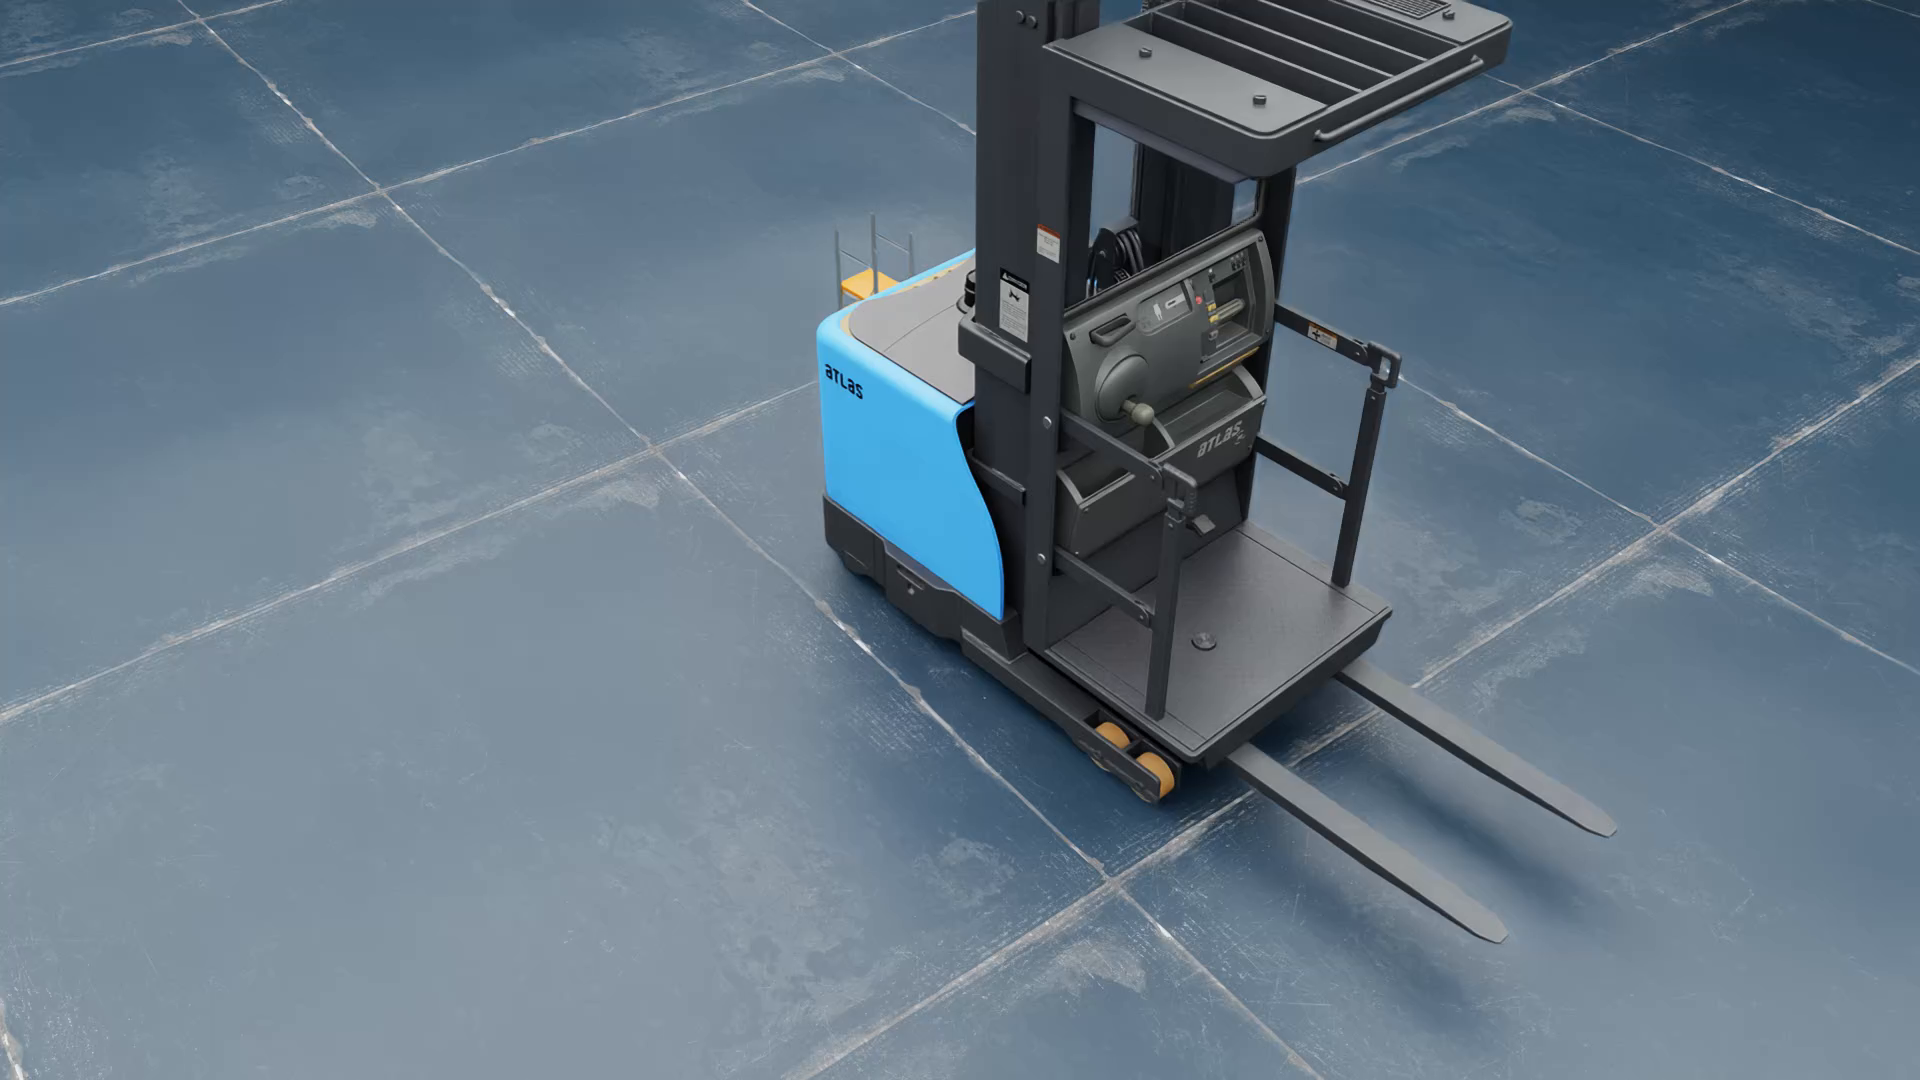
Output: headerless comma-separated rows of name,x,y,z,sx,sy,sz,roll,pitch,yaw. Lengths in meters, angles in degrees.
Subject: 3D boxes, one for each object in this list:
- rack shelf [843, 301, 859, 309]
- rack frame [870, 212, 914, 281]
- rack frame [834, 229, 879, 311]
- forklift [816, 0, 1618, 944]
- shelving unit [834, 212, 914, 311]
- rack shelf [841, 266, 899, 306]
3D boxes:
rack shelf,-0.326,-0.852,6.534,0.180,0.103,0.258,-31,49,-32
rack frame,-0.260,-0.741,6.707,0.006,1.200,0.240,-31,49,-32
rack frame,-0.392,-0.660,6.609,0.006,1.200,0.240,-31,49,-32
forklift,0.826,-0.612,5.185,1.130,2.935,3.031,-30,48,-31
shelving unit,-0.326,-0.700,6.658,0.189,1.200,0.258,-31,49,-32
rack shelf,-0.326,-0.944,6.458,0.180,0.103,0.258,-31,49,-32
